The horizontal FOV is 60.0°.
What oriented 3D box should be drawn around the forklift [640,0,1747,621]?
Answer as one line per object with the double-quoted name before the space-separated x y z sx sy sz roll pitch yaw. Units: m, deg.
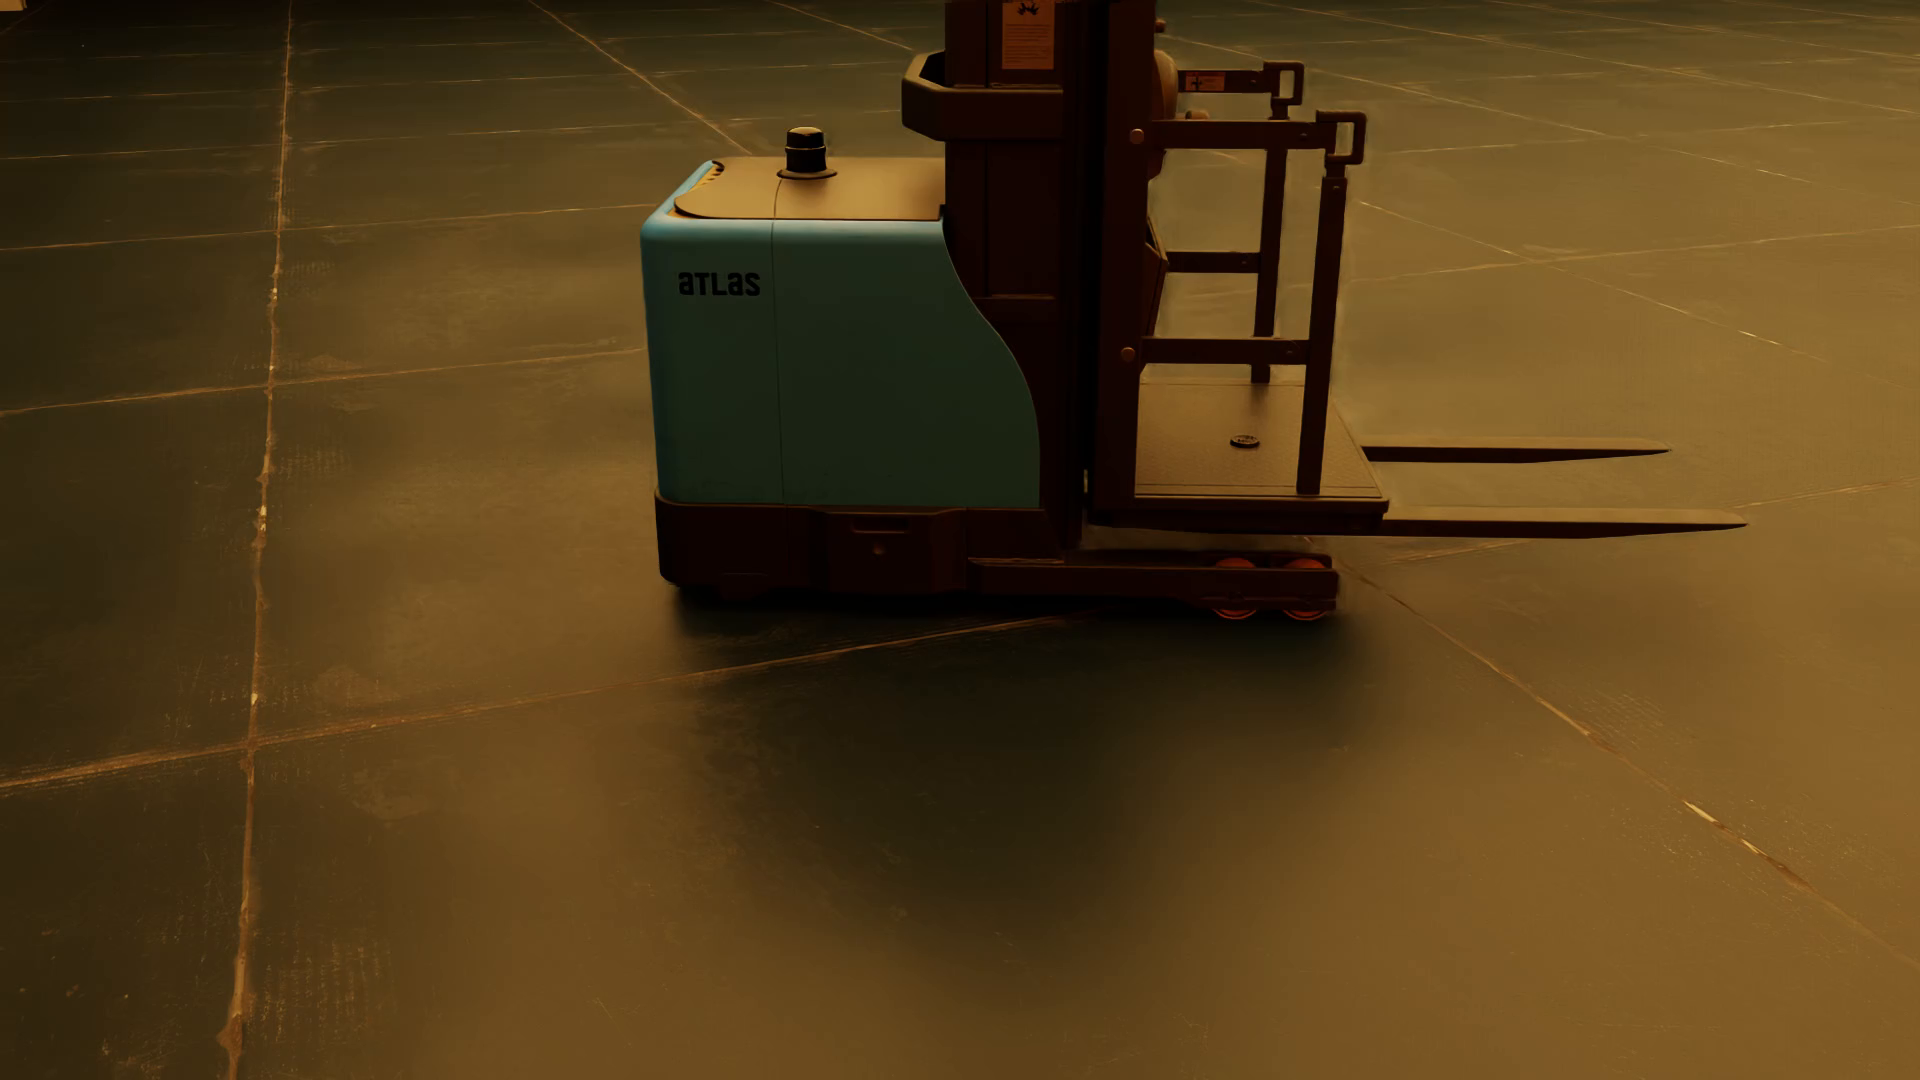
"forklift" 0.685 -1.341 4.487 3.031 2.935 1.130 1 23 2
